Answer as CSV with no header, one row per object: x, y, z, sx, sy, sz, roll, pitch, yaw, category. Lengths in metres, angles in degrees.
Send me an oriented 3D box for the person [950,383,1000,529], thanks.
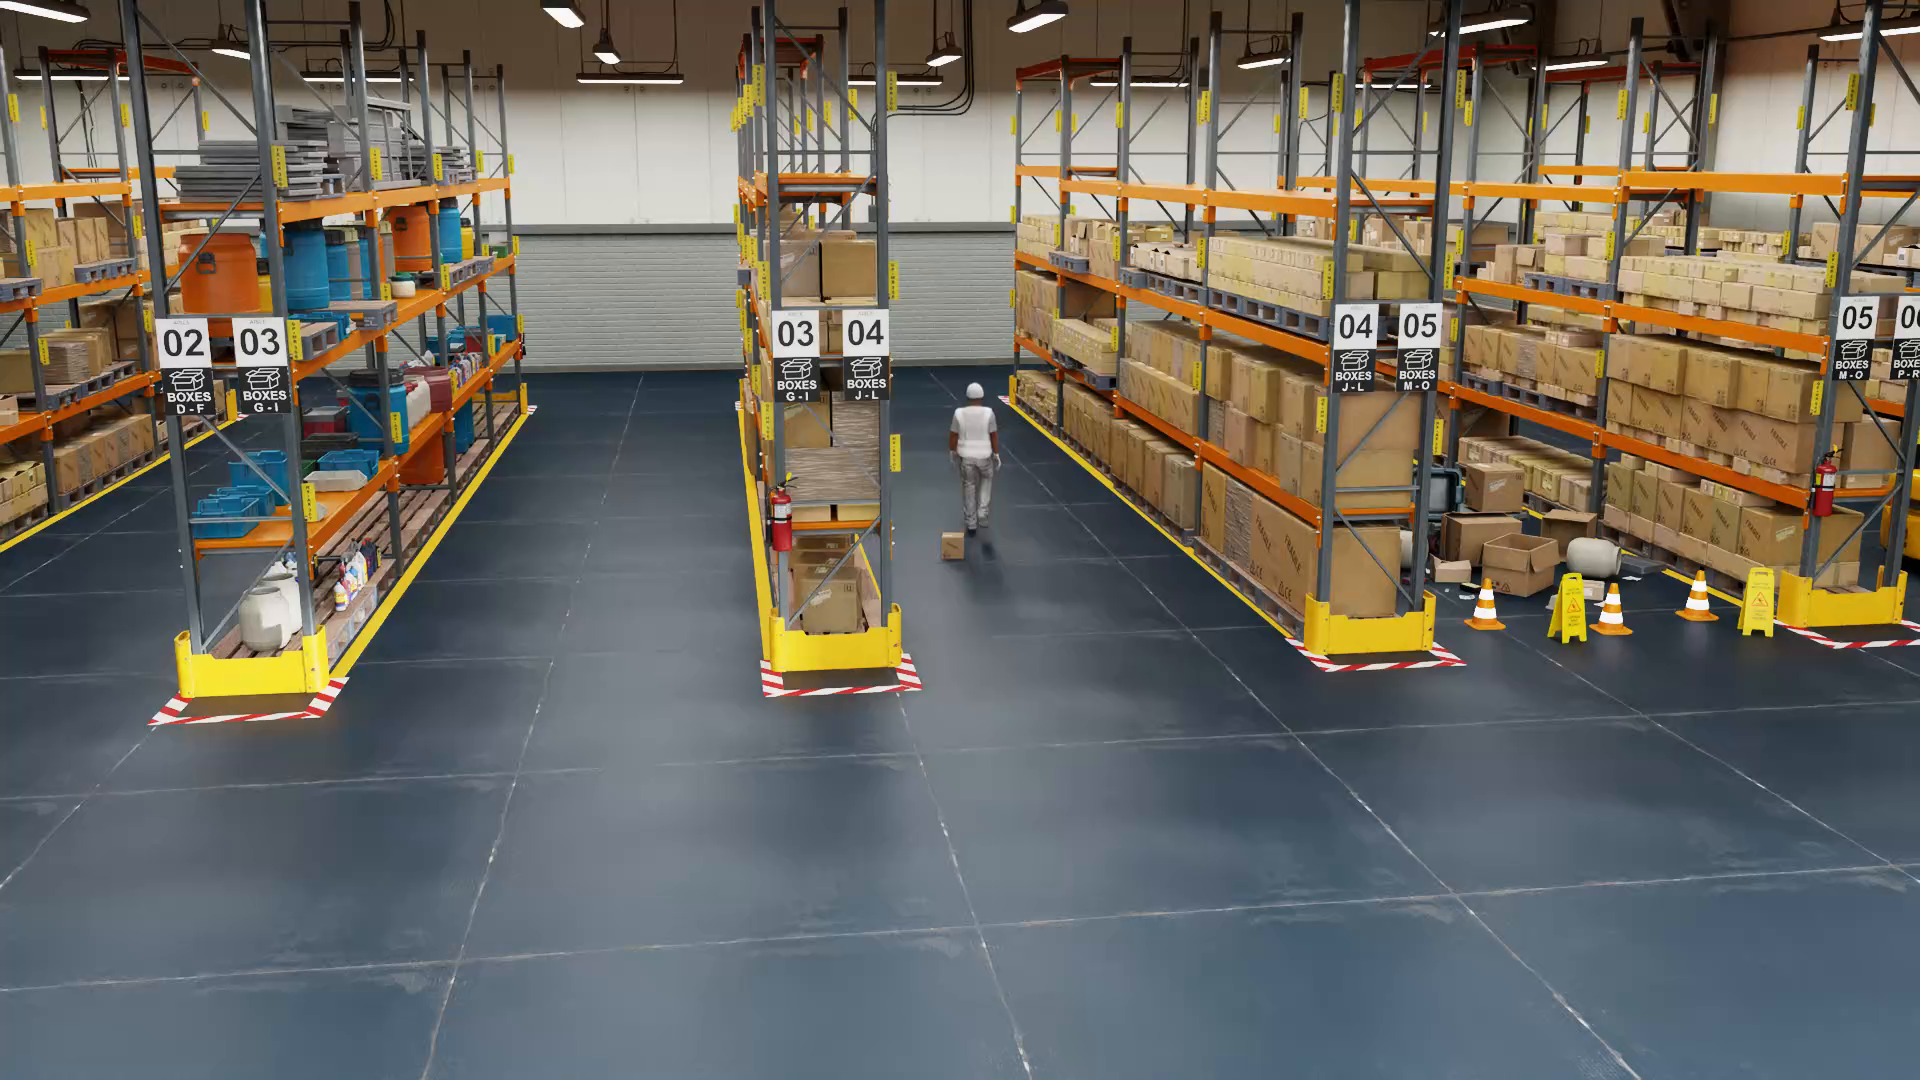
0.182,-1.014,20.321,0.614,1.830,0.503,0,13,0,person
